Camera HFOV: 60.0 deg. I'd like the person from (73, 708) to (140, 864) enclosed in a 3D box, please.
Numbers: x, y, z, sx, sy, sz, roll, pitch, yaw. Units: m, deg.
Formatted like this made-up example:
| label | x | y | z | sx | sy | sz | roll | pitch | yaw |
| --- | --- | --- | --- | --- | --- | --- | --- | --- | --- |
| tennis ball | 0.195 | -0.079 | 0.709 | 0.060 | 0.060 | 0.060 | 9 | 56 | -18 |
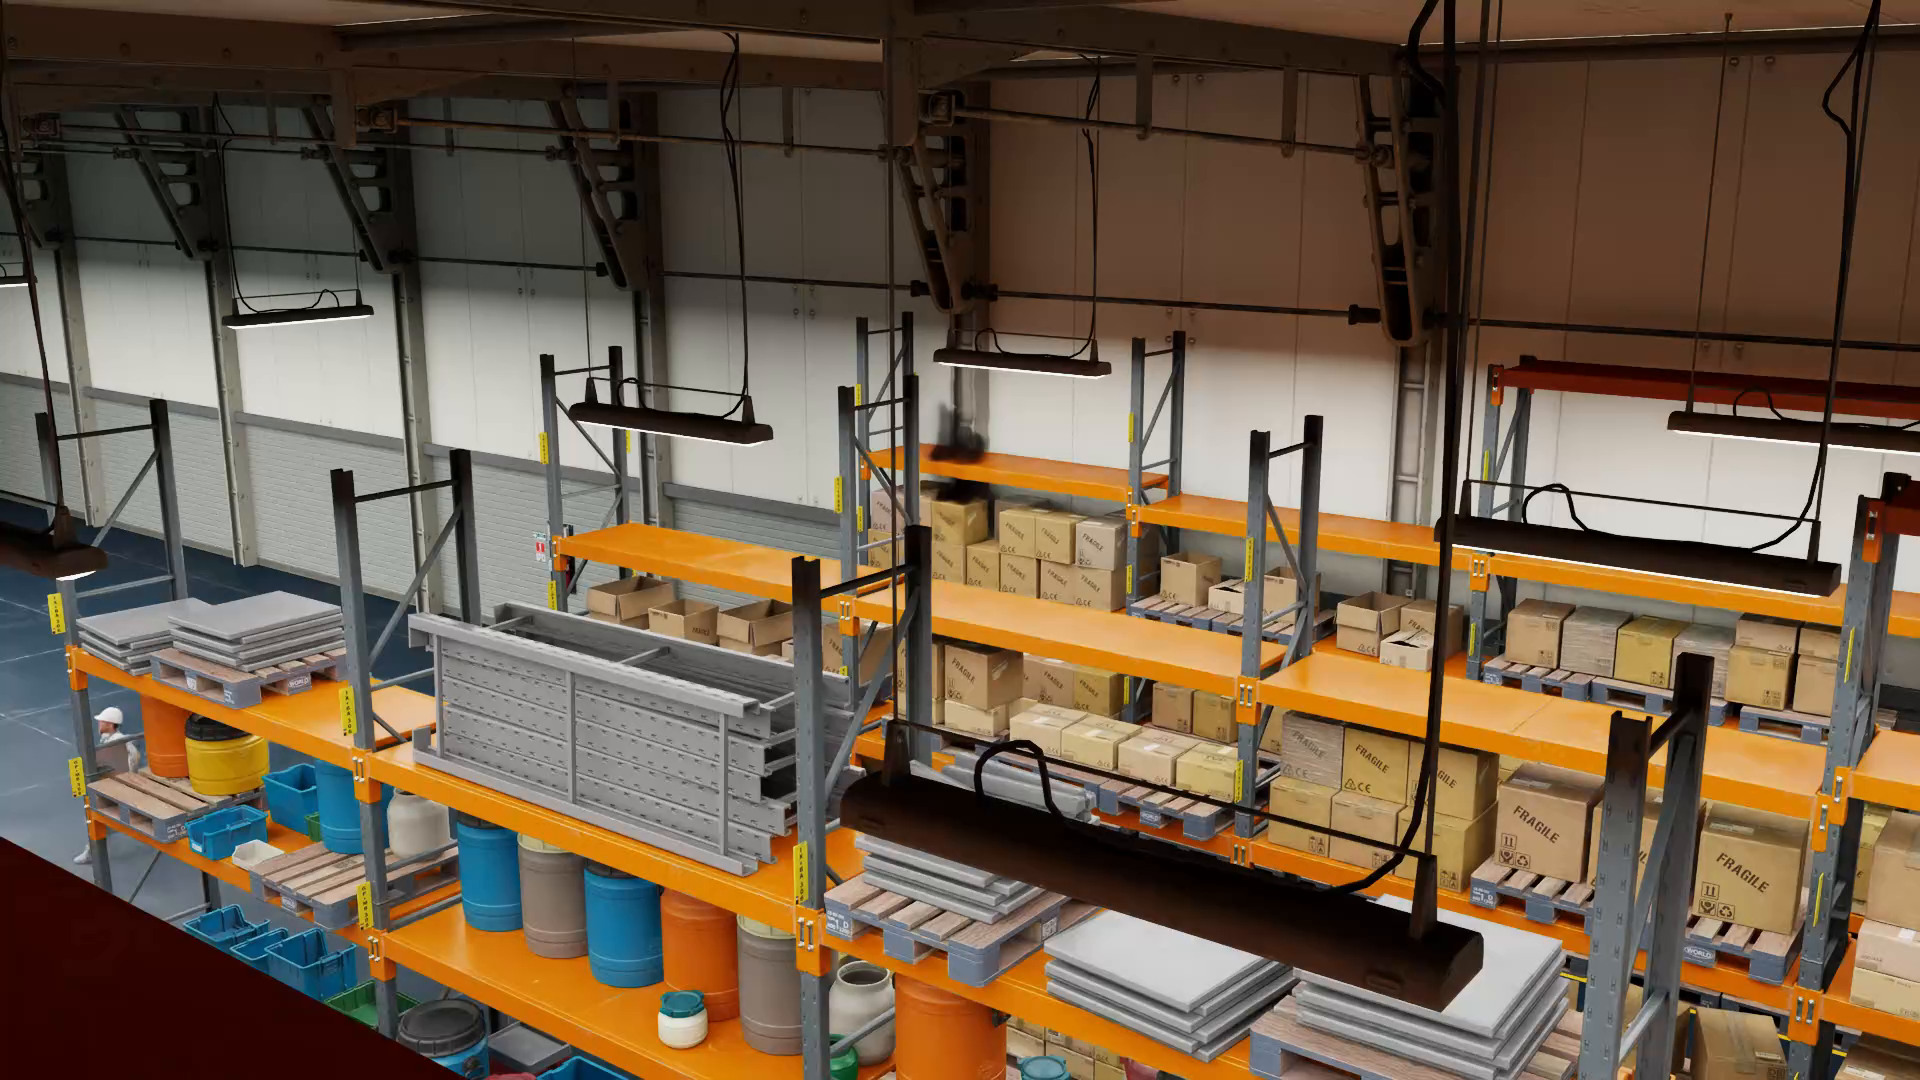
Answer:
| label | x | y | z | sx | sy | sz | roll | pitch | yaw |
| --- | --- | --- | --- | --- | --- | --- | --- | --- | --- |
| person | -9.810 | 2.798 | 19.259 | 1.013 | 1.755 | 0.671 | -8 | 15 | -31 |
